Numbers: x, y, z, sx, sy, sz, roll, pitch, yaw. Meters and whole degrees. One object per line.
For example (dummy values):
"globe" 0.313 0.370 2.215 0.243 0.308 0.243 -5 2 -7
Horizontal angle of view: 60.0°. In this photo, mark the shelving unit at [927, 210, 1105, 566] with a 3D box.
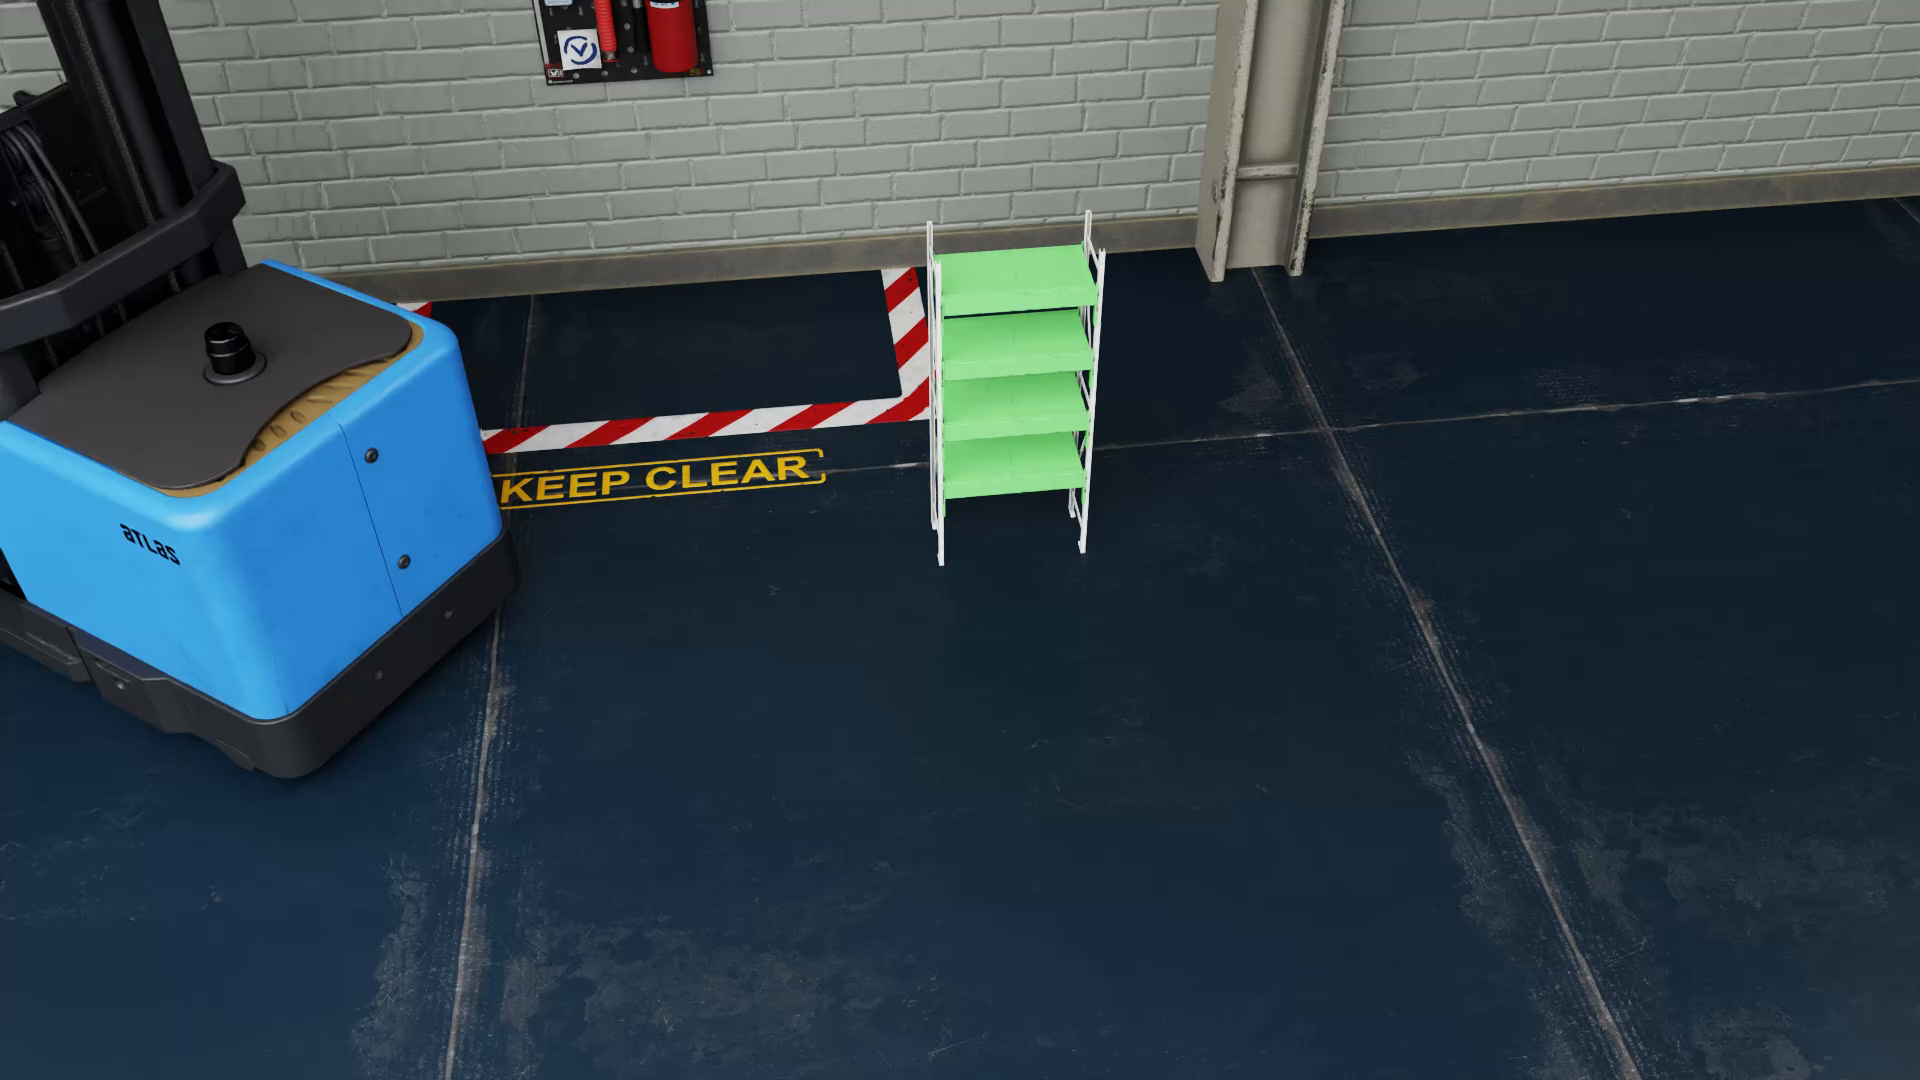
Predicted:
"shelving unit" 0.164 -0.460 5.364 0.503 1.200 0.258 -5 42 -6

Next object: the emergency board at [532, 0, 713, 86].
"emergency board" -1.232 -2.123 5.864 0.643 1.169 0.194 -5 42 -6

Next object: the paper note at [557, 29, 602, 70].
"paper note" -1.416 -1.826 6.193 0.142 0.148 0.016 -5 42 -6

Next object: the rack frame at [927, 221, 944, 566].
"rack frame" -0.078 -0.439 5.341 0.015 1.200 0.240 -5 42 -6

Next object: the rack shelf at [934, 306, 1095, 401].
"rack shelf" 0.164 -0.591 5.246 0.480 0.148 0.258 -5 42 -6

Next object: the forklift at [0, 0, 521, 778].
"forklift" -2.987 -1.118 4.801 3.031 2.935 1.130 21 46 22

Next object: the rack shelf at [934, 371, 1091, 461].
"rack shelf" 0.164 -0.412 5.407 0.480 0.148 0.258 -5 42 -6

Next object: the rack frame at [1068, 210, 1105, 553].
"rack frame" 0.406 -0.481 5.388 0.015 1.200 0.240 -5 42 -6

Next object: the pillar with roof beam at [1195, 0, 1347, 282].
"pillar with roof beam" 1.782 -1.681 0.895 0.400 9.000 9.100 -5 42 -6

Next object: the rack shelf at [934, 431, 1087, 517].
"rack shelf" 0.164 -0.234 5.568 0.480 0.148 0.258 -5 42 -6

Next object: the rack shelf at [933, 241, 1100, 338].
"rack shelf" 0.164 -0.769 5.085 0.480 0.148 0.258 -5 42 -6
